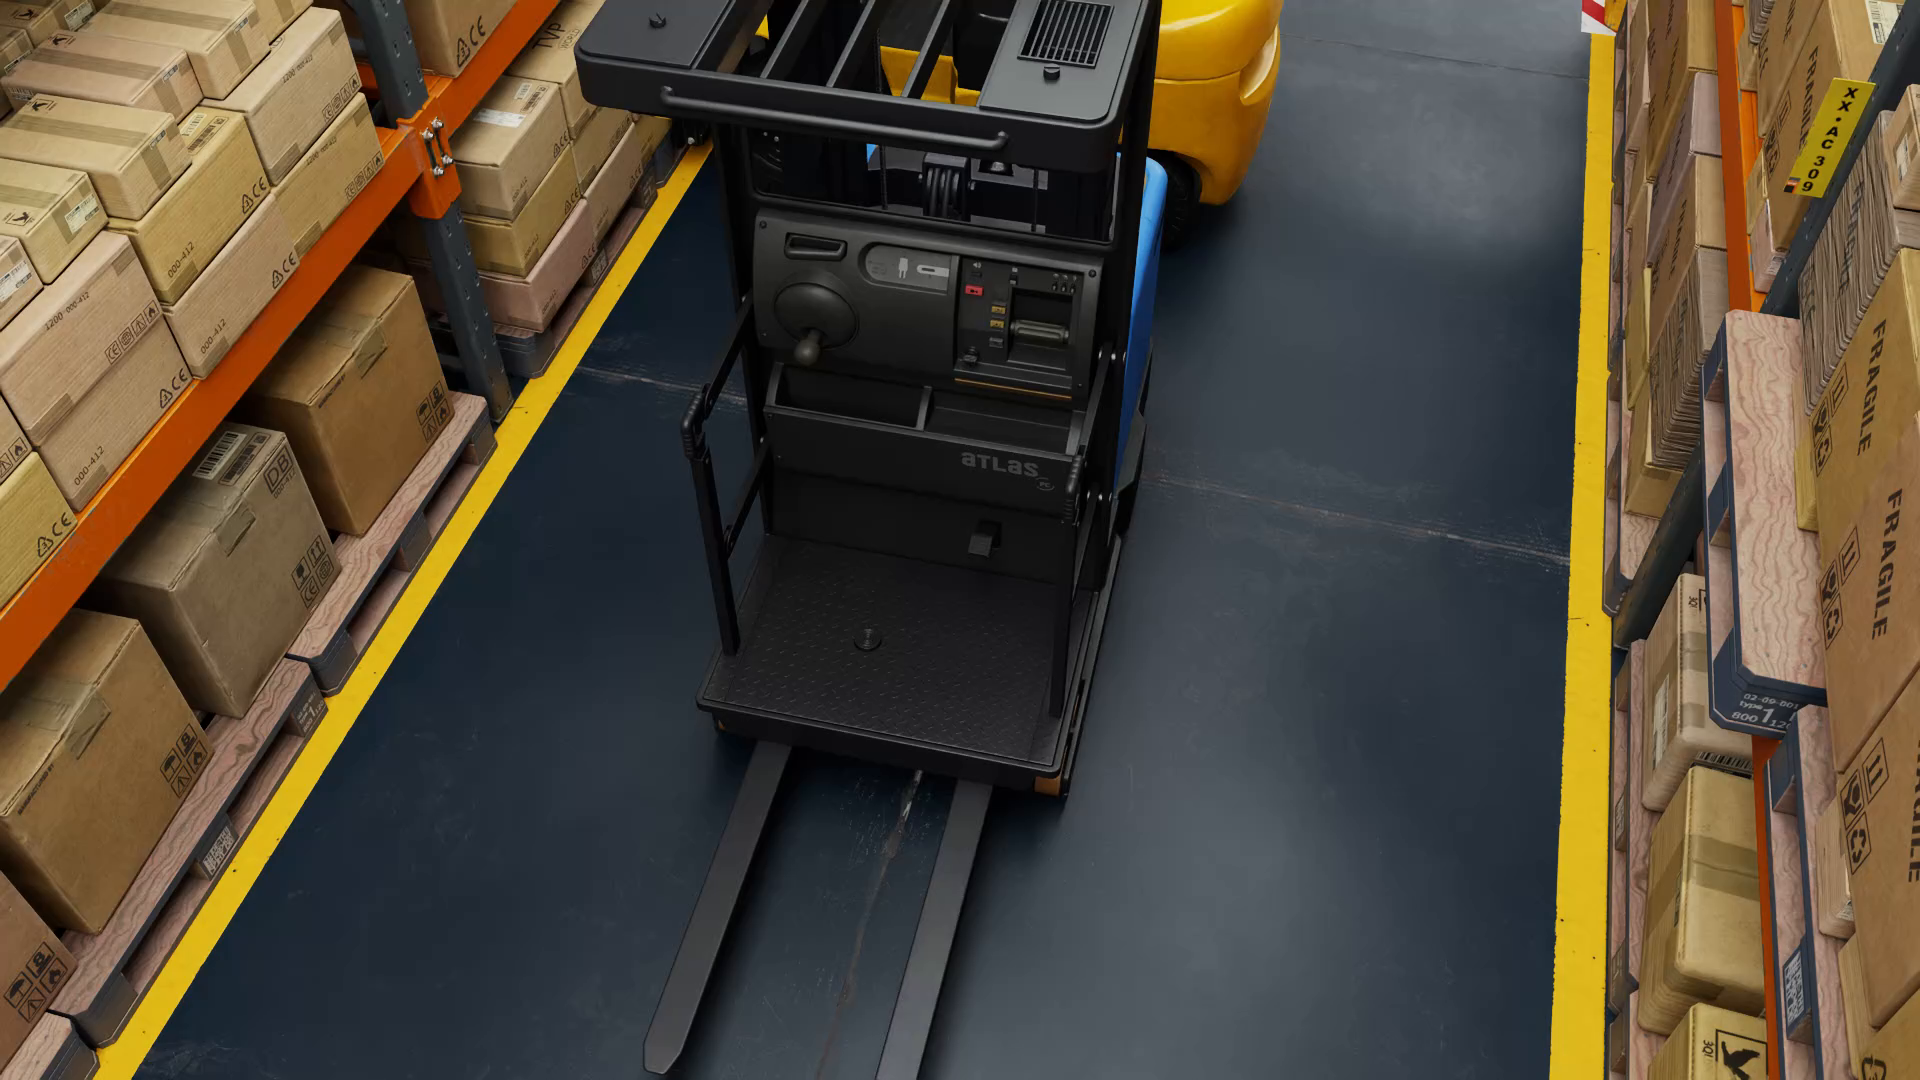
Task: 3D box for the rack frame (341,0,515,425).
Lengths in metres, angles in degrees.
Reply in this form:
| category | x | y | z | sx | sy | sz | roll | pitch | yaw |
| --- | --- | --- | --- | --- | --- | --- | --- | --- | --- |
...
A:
| category | x | y | z | sx | sy | sz | roll | pitch | yaw |
| --- | --- | --- | --- | --- | --- | --- | --- | --- | --- |
| rack frame | -2.159 | -1.559 | 5.125 | 1.000 | 3.000 | 0.127 | 12 | 50 | 10 |

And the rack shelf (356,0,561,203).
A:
| category | x | y | z | sx | sy | sz | roll | pitch | yaw |
| --- | --- | --- | --- | --- | --- | --- | --- | --- | --- |
| rack shelf | -1.632 | -2.767 | 6.672 | 1.077 | 0.370 | 4.000 | 12 | 50 | 10 |

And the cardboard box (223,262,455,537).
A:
| category | x | y | z | sx | sy | sz | roll | pitch | yaw |
| --- | --- | --- | --- | --- | --- | --- | --- | --- | --- |
| cardboard box | -2.285 | -0.532 | 5.523 | 0.875 | 0.625 | 0.625 | 14 | 50 | 12 |

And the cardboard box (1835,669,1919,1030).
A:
| category | x | y | z | sx | sy | sz | roll | pitch | yaw |
| --- | --- | --- | --- | --- | --- | --- | --- | --- | --- |
| cardboard box | 1.832 | 0.521 | 2.744 | 0.500 | 0.500 | 0.500 | 10 | 49 | 8 |

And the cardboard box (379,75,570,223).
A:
| category | x | y | z | sx | sy | sz | roll | pitch | yaw |
| --- | --- | --- | --- | --- | --- | --- | --- | --- | --- |
| cardboard box | -1.729 | -1.407 | 5.878 | 0.500 | 0.250 | 0.500 | 11 | 49 | 9 |

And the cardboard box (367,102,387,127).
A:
| category | x | y | z | sx | sy | sz | roll | pitch | yaw |
| --- | --- | --- | --- | --- | --- | --- | --- | --- | --- |
| cardboard box | -2.216 | -1.513 | 5.972 | 0.500 | 0.250 | 0.500 | 12 | 50 | 11 |

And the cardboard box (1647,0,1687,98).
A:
| category | x | y | z | sx | sy | sz | roll | pitch | yaw |
| --- | --- | --- | --- | --- | --- | --- | --- | --- | --- |
| cardboard box | 3.066 | -2.027 | 6.592 | 0.500 | 0.500 | 0.500 | 10 | 49 | 9 |

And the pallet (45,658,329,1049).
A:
| category | x | y | z | sx | sy | sz | roll | pitch | yaw |
| --- | --- | --- | --- | --- | --- | --- | --- | --- | --- |
| pallet | -2.634 | 0.790 | 4.912 | 1.003 | 0.211 | 1.213 | 12 | 50 | 10 |

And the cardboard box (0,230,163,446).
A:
| category | x | y | z | sx | sy | sz | roll | pitch | yaw |
| --- | --- | --- | --- | --- | --- | --- | --- | --- | --- |
| cardboard box | -2.310 | -0.527 | 3.981 | 0.500 | 0.250 | 0.500 | 12 | 50 | 11 |

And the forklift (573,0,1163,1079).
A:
| category | x | y | z | sx | sy | sz | roll | pitch | yaw |
| --- | --- | --- | --- | --- | --- | --- | --- | --- | --- |
| forklift | -0.146 | -0.515 | 4.250 | 1.121 | 2.935 | 3.031 | 10 | 49 | 9 |

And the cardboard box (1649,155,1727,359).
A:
| category | x | y | z | sx | sy | sz | roll | pitch | yaw |
| --- | --- | --- | --- | --- | --- | --- | --- | --- | --- |
| cardboard box | 2.660 | -0.908 | 5.605 | 0.500 | 0.500 | 0.500 | 12 | 50 | 11 |

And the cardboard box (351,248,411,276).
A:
| category | x | y | z | sx | sy | sz | roll | pitch | yaw |
| --- | --- | --- | --- | --- | --- | --- | --- | --- | --- |
| cardboard box | -2.226 | -1.179 | 6.344 | 0.500 | 0.250 | 0.500 | 12 | 50 | 10 |

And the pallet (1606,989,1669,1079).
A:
| category | x | y | z | sx | sy | sz | roll | pitch | yaw |
| --- | --- | --- | --- | --- | --- | --- | --- | --- | --- |
| pallet | 2.108 | 1.789 | 4.030 | 1.003 | 0.211 | 1.213 | 12 | 50 | 10 |

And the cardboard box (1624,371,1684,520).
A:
| category | x | y | z | sx | sy | sz | roll | pitch | yaw |
| --- | --- | --- | --- | --- | --- | --- | --- | --- | --- |
| cardboard box | 2.527 | -0.292 | 5.561 | 0.500 | 0.250 | 0.500 | 14 | 50 | 12 |

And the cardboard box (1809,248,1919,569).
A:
| category | x | y | z | sx | sy | sz | roll | pitch | yaw |
| --- | --- | --- | --- | --- | --- | --- | --- | --- | --- |
| cardboard box | 2.100 | -0.208 | 3.387 | 0.500 | 0.500 | 0.500 | 12 | 50 | 10 |

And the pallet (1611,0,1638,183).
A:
| category | x | y | z | sx | sy | sz | roll | pitch | yaw |
| --- | --- | --- | --- | --- | --- | --- | --- | --- | --- |
| pallet | 3.416 | -1.917 | 7.301 | 1.003 | 0.211 | 1.213 | 12 | 50 | 10 |

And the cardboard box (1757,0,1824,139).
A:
| category | x | y | z | sx | sy | sz | roll | pitch | yaw |
| --- | --- | --- | --- | --- | --- | --- | --- | --- | --- |
| cardboard box | 2.637 | -1.458 | 4.771 | 0.500 | 0.500 | 0.500 | 13 | 50 | 11 |

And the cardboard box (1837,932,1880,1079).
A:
| category | x | y | z | sx | sy | sz | roll | pitch | yaw |
| --- | --- | --- | --- | --- | --- | --- | --- | --- | --- |
| cardboard box | 1.769 | 0.836 | 2.899 | 0.380 | 0.149 | 0.250 | 10 | 49 | 9 |

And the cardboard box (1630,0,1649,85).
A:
| category | x | y | z | sx | sy | sz | roll | pitch | yaw |
| --- | --- | --- | --- | --- | --- | --- | --- | --- | --- |
| cardboard box | 12.828 | -0.308 | 4.582 | 20.716 | 1.739 | 1.673 | 11 | 50 | 10 |

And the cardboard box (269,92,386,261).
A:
| category | x | y | z | sx | sy | sz | roll | pitch | yaw |
| --- | --- | --- | --- | --- | --- | --- | --- | --- | --- |
| cardboard box | -2.039 | -1.093 | 4.814 | 0.500 | 0.250 | 0.500 | 13 | 50 | 11 |

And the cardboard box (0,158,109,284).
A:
| category | x | y | z | sx | sy | sz | roll | pitch | yaw |
| --- | --- | --- | --- | --- | --- | --- | --- | --- | --- |
| cardboard box | -2.271 | -0.765 | 3.925 | 0.380 | 0.149 | 0.250 | 10 | 49 | 9 |

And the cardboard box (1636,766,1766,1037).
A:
| category | x | y | z | sx | sy | sz | roll | pitch | yaw |
| --- | --- | --- | --- | --- | --- | --- | --- | --- | --- |
| cardboard box | 2.309 | 1.049 | 4.296 | 0.950 | 0.372 | 0.625 | 14 | 50 | 12 |

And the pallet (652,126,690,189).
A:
| category | x | y | z | sx | sy | sz | roll | pitch | yaw |
| --- | --- | --- | --- | --- | --- | --- | --- | --- | --- |
| pallet | -1.590 | -2.088 | 7.452 | 1.003 | 0.211 | 1.213 | 12 | 50 | 10 |

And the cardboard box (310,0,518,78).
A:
| category | x | y | z | sx | sy | sz | roll | pitch | yaw |
| --- | --- | --- | --- | --- | --- | --- | --- | --- | --- |
| cardboard box | -1.790 | -1.861 | 5.325 | 0.500 | 0.500 | 0.500 | 10 | 49 | 9 |

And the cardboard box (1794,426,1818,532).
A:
| category | x | y | z | sx | sy | sz | roll | pitch | yaw |
| --- | --- | --- | --- | --- | --- | --- | --- | --- | --- |
| cardboard box | 2.107 | -0.122 | 3.744 | 0.380 | 0.149 | 0.250 | 12 | 50 | 11 |

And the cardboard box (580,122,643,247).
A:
| category | x | y | z | sx | sy | sz | roll | pitch | yaw |
| --- | --- | --- | --- | --- | --- | --- | --- | --- | --- |
| cardboard box | -1.593 | -1.443 | 6.577 | 0.500 | 0.250 | 0.500 | 11 | 49 | 9 |

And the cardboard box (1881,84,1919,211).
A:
| category | x | y | z | sx | sy | sz | roll | pitch | yaw |
| --- | --- | --- | --- | --- | --- | --- | --- | --- | --- |
| cardboard box | 2.166 | -0.797 | 3.475 | 0.380 | 0.149 | 0.250 | 11 | 50 | 10 |

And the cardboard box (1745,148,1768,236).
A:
| category | x | y | z | sx | sy | sz | roll | pitch | yaw |
| --- | --- | --- | --- | --- | --- | --- | --- | --- | --- |
| cardboard box | 2.481 | -0.973 | 4.776 | 0.380 | 0.149 | 0.250 | 13 | 50 | 11 |

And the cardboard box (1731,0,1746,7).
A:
| category | x | y | z | sx | sy | sz | roll | pitch | yaw |
| --- | --- | --- | --- | --- | --- | --- | --- | --- | --- |
| cardboard box | 2.815 | -1.899 | 5.593 | 0.380 | 0.149 | 0.250 | 12 | 50 | 10 |

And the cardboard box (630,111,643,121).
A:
| category | x | y | z | sx | sy | sz | roll | pitch | yaw |
| --- | --- | --- | --- | --- | --- | --- | --- | --- | --- |
| cardboard box | -1.459 | -1.968 | 6.707 | 0.500 | 0.250 | 0.500 | 11 | 50 | 10 |

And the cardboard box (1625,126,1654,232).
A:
| category | x | y | z | sx | sy | sz | roll | pitch | yaw |
| --- | --- | --- | --- | --- | --- | --- | --- | --- | --- |
| cardboard box | 2.932 | -1.411 | 6.548 | 0.500 | 0.250 | 0.500 | 15 | 50 | 13 |

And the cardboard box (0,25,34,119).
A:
| category | x | y | z | sx | sy | sz | roll | pitch | yaw |
| --- | --- | --- | --- | --- | --- | --- | --- | --- | --- |
| cardboard box | -2.646 | -1.230 | 4.336 | 0.380 | 0.149 | 0.250 | 11 | 50 | 10 |

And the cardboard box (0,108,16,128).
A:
| category | x | y | z | sx | sy | sz | roll | pitch | yaw |
| --- | --- | --- | --- | --- | --- | --- | --- | --- | --- |
| cardboard box | -2.682 | -0.997 | 4.396 | 0.500 | 0.250 | 0.500 | 11 | 50 | 10 |

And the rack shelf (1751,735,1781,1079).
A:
| category | x | y | z | sx | sy | sz | roll | pitch | yaw |
| --- | --- | --- | --- | --- | --- | --- | --- | --- | --- |
| rack shelf | 2.105 | 1.103 | 3.256 | 1.077 | 0.370 | 4.000 | 12 | 50 | 10 |

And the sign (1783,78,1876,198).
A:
| category | x | y | z | sx | sy | sz | roll | pitch | yaw |
| --- | --- | --- | --- | --- | --- | --- | --- | --- | --- |
| sign | 2.106 | -0.970 | 4.028 | 0.100 | 0.325 | 0.005 | 12 | 50 | 10 |

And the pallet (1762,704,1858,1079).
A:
| category | x | y | z | sx | sy | sz | roll | pitch | yaw |
| --- | --- | --- | --- | --- | --- | --- | --- | --- | --- |
| pallet | 2.060 | 0.935 | 3.052 | 1.003 | 0.211 | 1.213 | 12 | 50 | 10 |

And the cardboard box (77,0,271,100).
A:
| category | x | y | z | sx | sy | sz | roll | pitch | yaw |
| --- | --- | --- | --- | --- | --- | --- | --- | --- | --- |
| cardboard box | -2.085 | -1.325 | 4.420 | 0.380 | 0.149 | 0.250 | 11 | 49 | 9 |
